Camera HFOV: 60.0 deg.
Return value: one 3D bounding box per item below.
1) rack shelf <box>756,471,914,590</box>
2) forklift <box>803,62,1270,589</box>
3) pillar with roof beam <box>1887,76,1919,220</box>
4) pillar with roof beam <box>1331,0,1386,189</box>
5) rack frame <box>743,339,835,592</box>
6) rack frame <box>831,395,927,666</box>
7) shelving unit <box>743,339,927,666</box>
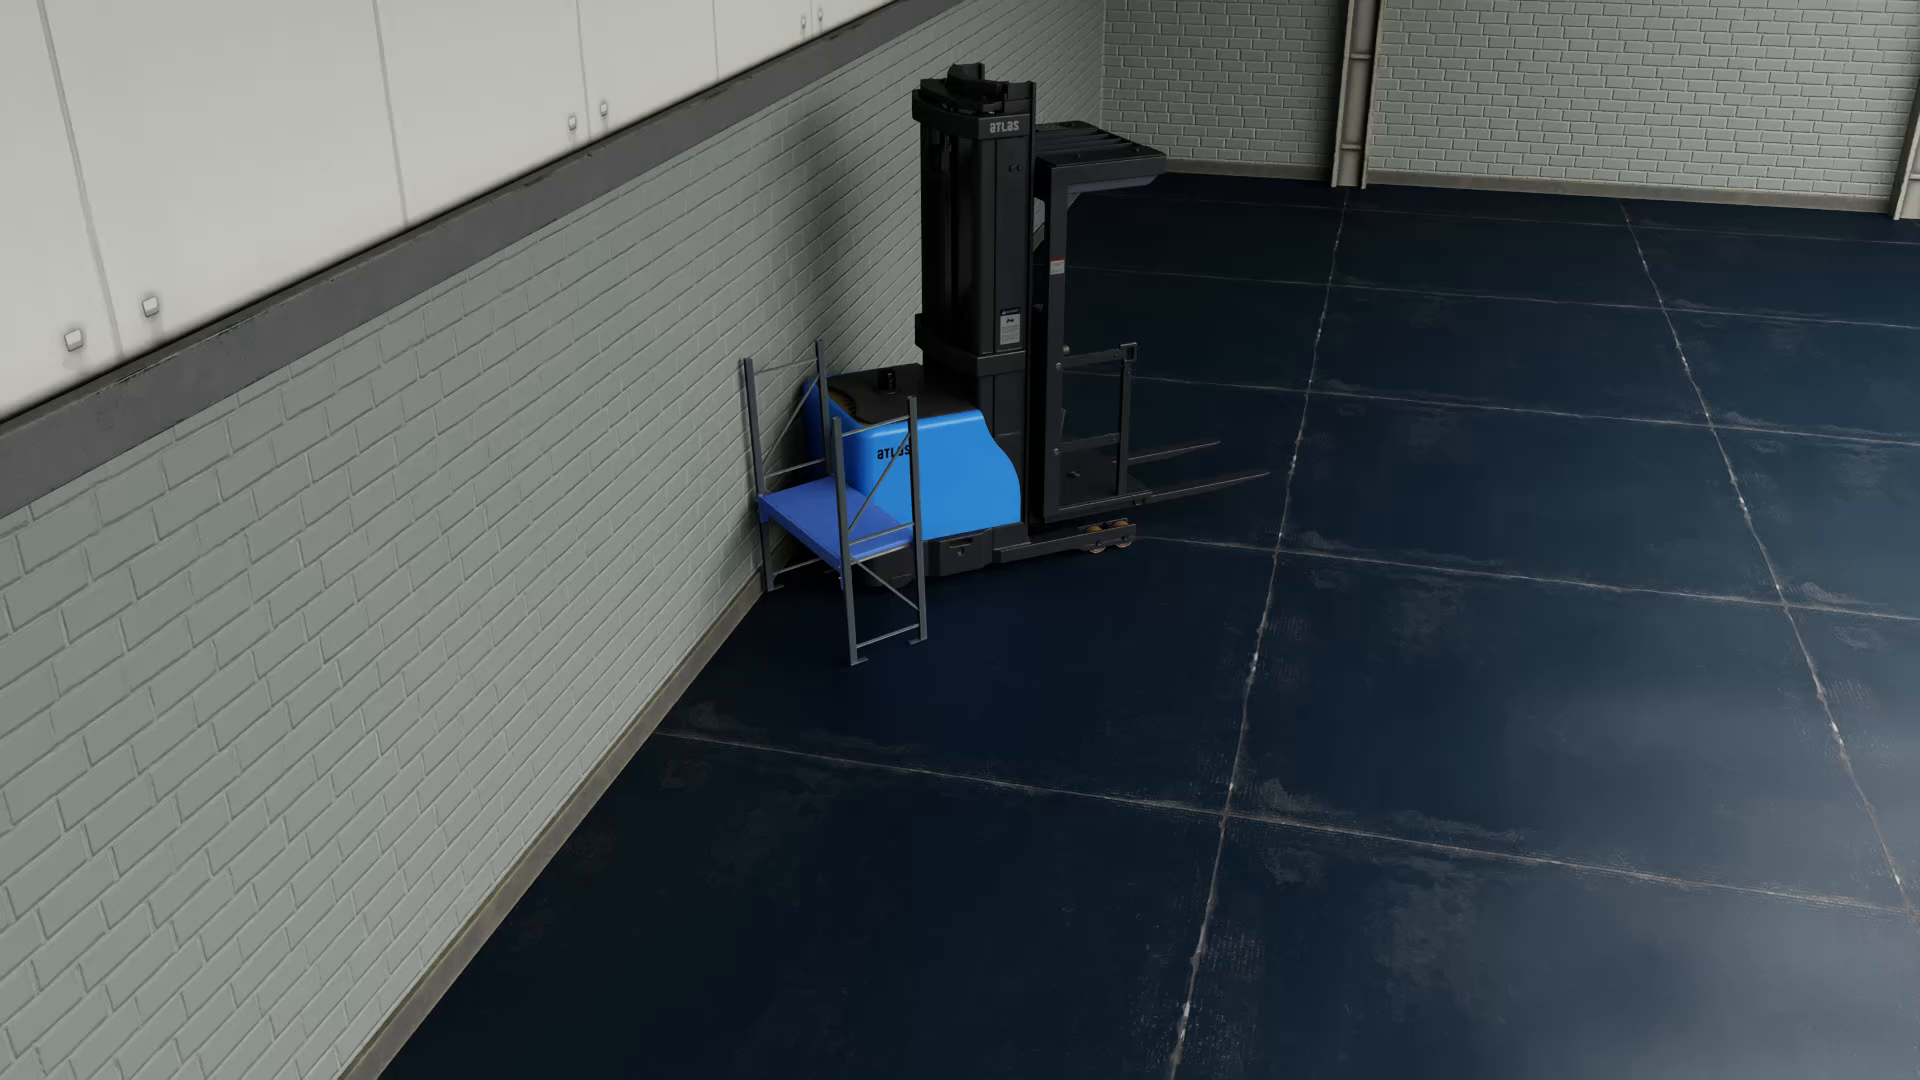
[{"bbox_3d":[-0.698,-0.068,9.505,0.538,0.185,1.000,-18,32,-28],"label":"rack shelf"},{"bbox_3d":[0.571,-1.436,10.356,3.031,2.935,1.130,-11,28,-22],"label":"forklift"},{"bbox_3d":[9.298,-5.798,12.460,0.400,9.000,9.100,6,26,13],"label":"pillar with roof beam"},{"bbox_3d":[3.487,-6.441,13.809,0.400,9.000,9.100,6,26,13],"label":"pillar with roof beam"},{"bbox_3d":[-0.979,-0.422,9.800,0.500,1.500,0.032,-18,32,-28],"label":"rack frame"},{"bbox_3d":[-0.428,-0.032,9.040,0.500,1.500,0.032,-18,32,-28],"label":"rack frame"},{"bbox_3d":[-0.703,-0.227,9.420,0.538,1.500,1.048,-18,32,-28],"label":"shelving unit"}]
